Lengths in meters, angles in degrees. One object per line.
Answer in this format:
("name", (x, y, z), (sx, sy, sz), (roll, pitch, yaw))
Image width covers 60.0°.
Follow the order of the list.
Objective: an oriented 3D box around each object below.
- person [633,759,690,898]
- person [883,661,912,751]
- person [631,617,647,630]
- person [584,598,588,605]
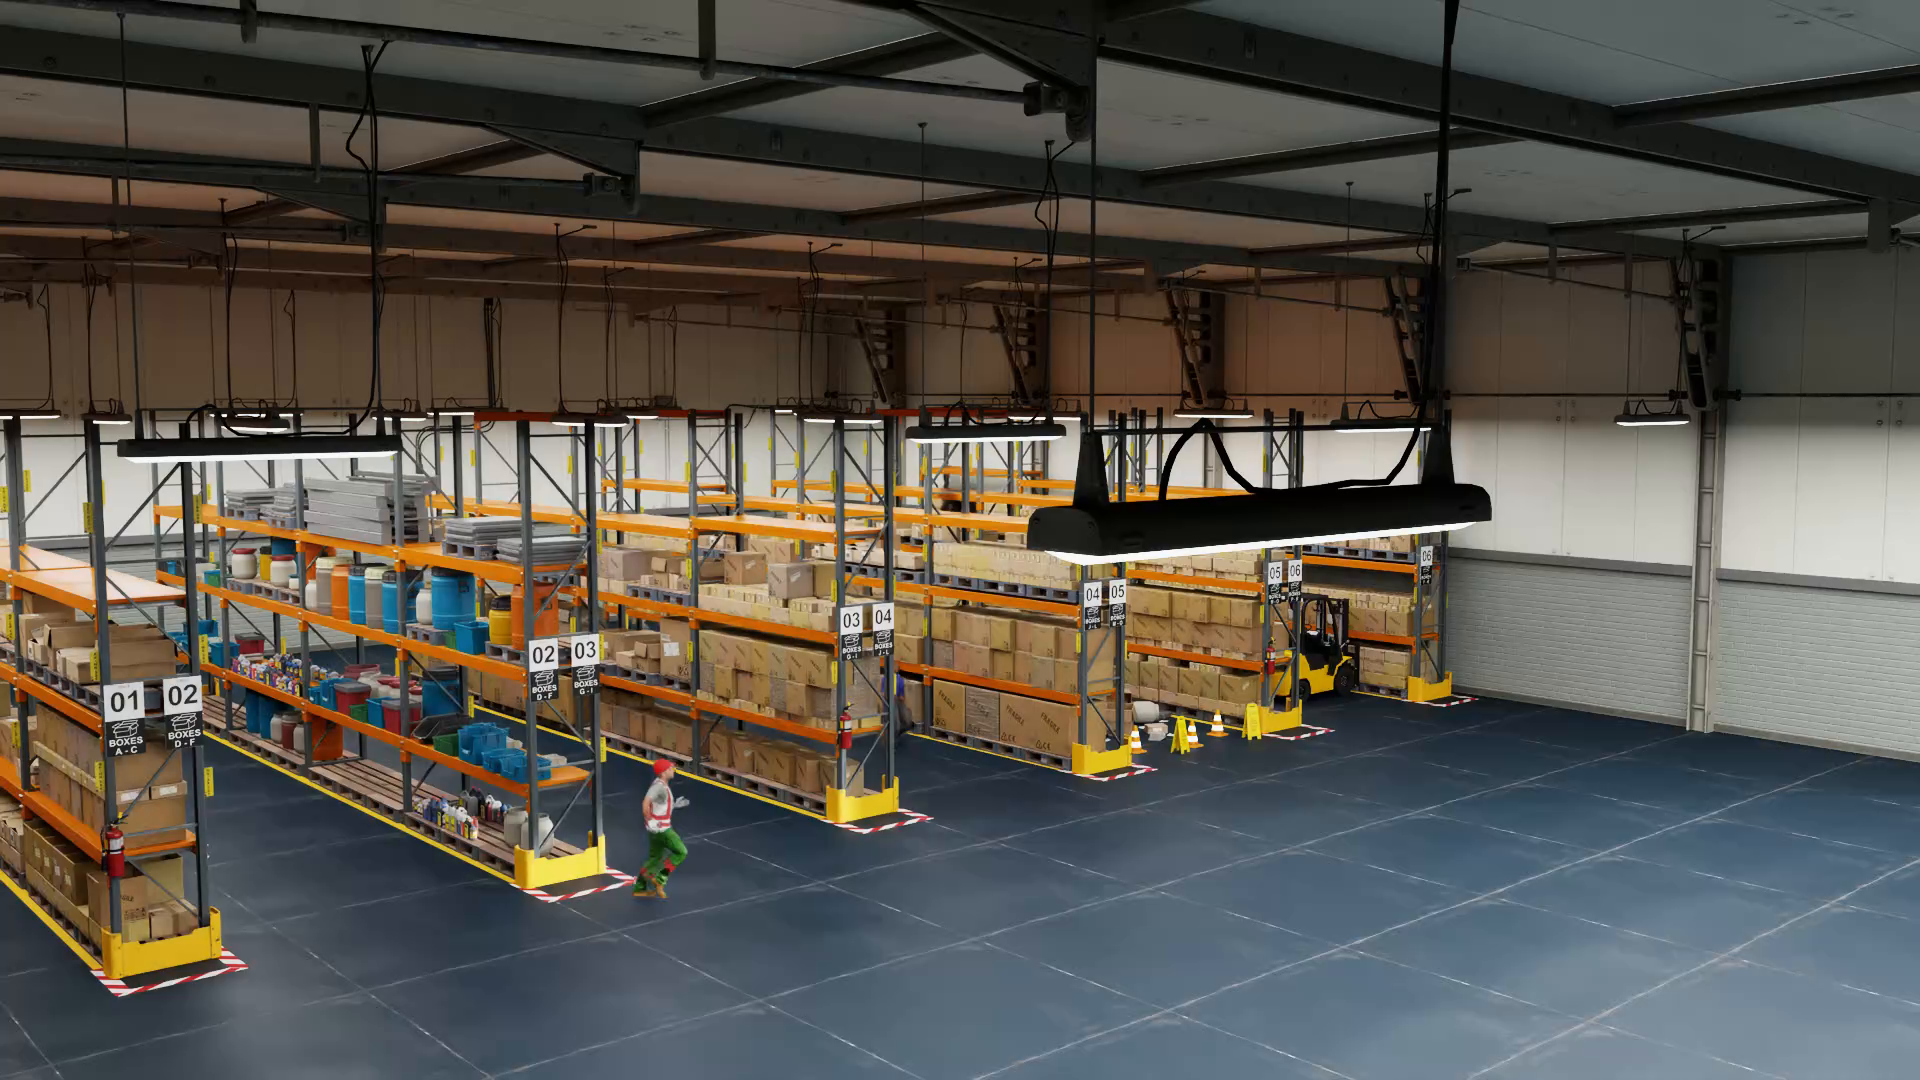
("person", (-3.746, 3.614, 20.832), (0.735, 1.751, 0.647), (-1, 5, -16))
("person", (-1.076, 2.939, 29.392), (0.542, 1.611, 0.565), (4, 6, 37))
("person", (-8.152, 1.745, 42.702), (0.663, 1.672, 0.629), (2, 5, 23))
("person", (-8.425, 2.164, 37.716), (0.668, 1.717, 0.830), (-4, 6, -37))
